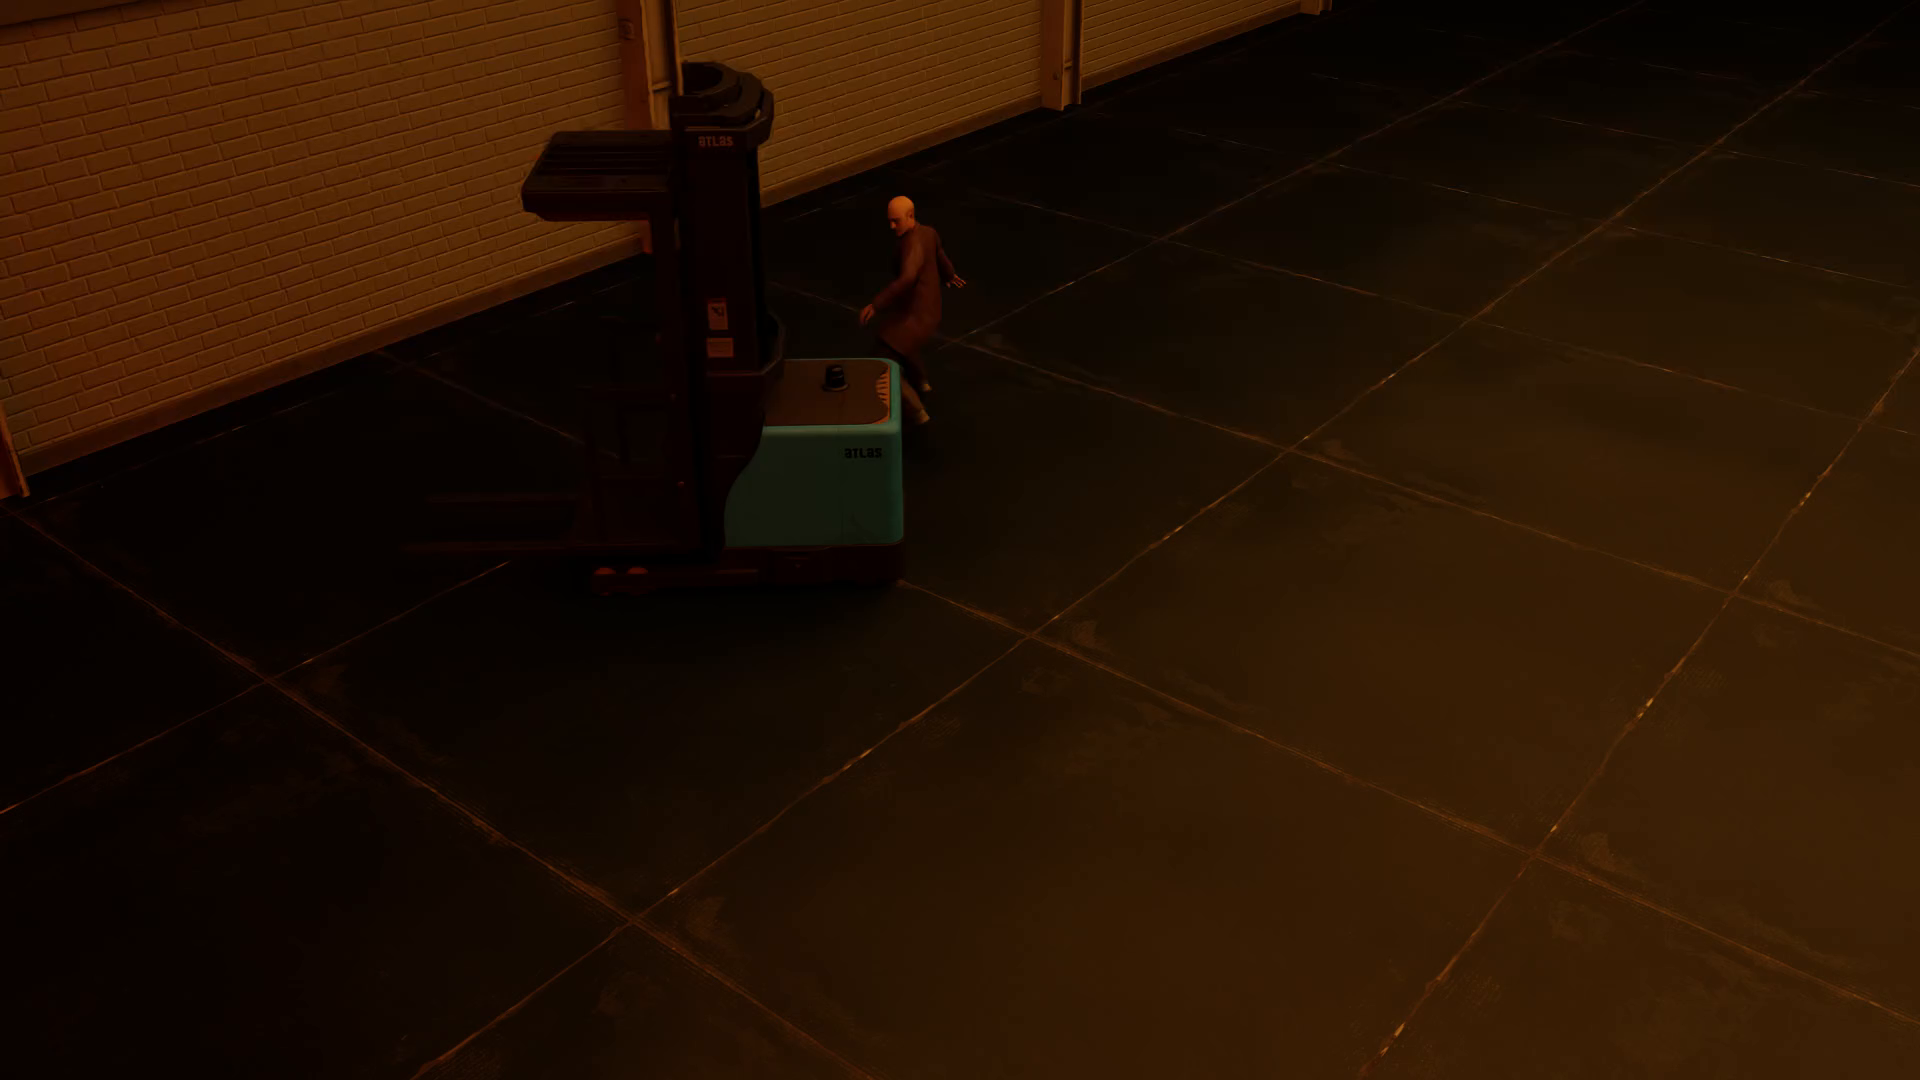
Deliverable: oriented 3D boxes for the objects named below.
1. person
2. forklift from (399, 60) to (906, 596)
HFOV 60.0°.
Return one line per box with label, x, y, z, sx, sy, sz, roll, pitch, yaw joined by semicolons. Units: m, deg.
person;-0.312;-1.619;11.753;0.567;1.682;1.222;9;31;15
forklift;-1.856;-1.205;9.657;3.031;2.935;1.130;-1;30;-2
